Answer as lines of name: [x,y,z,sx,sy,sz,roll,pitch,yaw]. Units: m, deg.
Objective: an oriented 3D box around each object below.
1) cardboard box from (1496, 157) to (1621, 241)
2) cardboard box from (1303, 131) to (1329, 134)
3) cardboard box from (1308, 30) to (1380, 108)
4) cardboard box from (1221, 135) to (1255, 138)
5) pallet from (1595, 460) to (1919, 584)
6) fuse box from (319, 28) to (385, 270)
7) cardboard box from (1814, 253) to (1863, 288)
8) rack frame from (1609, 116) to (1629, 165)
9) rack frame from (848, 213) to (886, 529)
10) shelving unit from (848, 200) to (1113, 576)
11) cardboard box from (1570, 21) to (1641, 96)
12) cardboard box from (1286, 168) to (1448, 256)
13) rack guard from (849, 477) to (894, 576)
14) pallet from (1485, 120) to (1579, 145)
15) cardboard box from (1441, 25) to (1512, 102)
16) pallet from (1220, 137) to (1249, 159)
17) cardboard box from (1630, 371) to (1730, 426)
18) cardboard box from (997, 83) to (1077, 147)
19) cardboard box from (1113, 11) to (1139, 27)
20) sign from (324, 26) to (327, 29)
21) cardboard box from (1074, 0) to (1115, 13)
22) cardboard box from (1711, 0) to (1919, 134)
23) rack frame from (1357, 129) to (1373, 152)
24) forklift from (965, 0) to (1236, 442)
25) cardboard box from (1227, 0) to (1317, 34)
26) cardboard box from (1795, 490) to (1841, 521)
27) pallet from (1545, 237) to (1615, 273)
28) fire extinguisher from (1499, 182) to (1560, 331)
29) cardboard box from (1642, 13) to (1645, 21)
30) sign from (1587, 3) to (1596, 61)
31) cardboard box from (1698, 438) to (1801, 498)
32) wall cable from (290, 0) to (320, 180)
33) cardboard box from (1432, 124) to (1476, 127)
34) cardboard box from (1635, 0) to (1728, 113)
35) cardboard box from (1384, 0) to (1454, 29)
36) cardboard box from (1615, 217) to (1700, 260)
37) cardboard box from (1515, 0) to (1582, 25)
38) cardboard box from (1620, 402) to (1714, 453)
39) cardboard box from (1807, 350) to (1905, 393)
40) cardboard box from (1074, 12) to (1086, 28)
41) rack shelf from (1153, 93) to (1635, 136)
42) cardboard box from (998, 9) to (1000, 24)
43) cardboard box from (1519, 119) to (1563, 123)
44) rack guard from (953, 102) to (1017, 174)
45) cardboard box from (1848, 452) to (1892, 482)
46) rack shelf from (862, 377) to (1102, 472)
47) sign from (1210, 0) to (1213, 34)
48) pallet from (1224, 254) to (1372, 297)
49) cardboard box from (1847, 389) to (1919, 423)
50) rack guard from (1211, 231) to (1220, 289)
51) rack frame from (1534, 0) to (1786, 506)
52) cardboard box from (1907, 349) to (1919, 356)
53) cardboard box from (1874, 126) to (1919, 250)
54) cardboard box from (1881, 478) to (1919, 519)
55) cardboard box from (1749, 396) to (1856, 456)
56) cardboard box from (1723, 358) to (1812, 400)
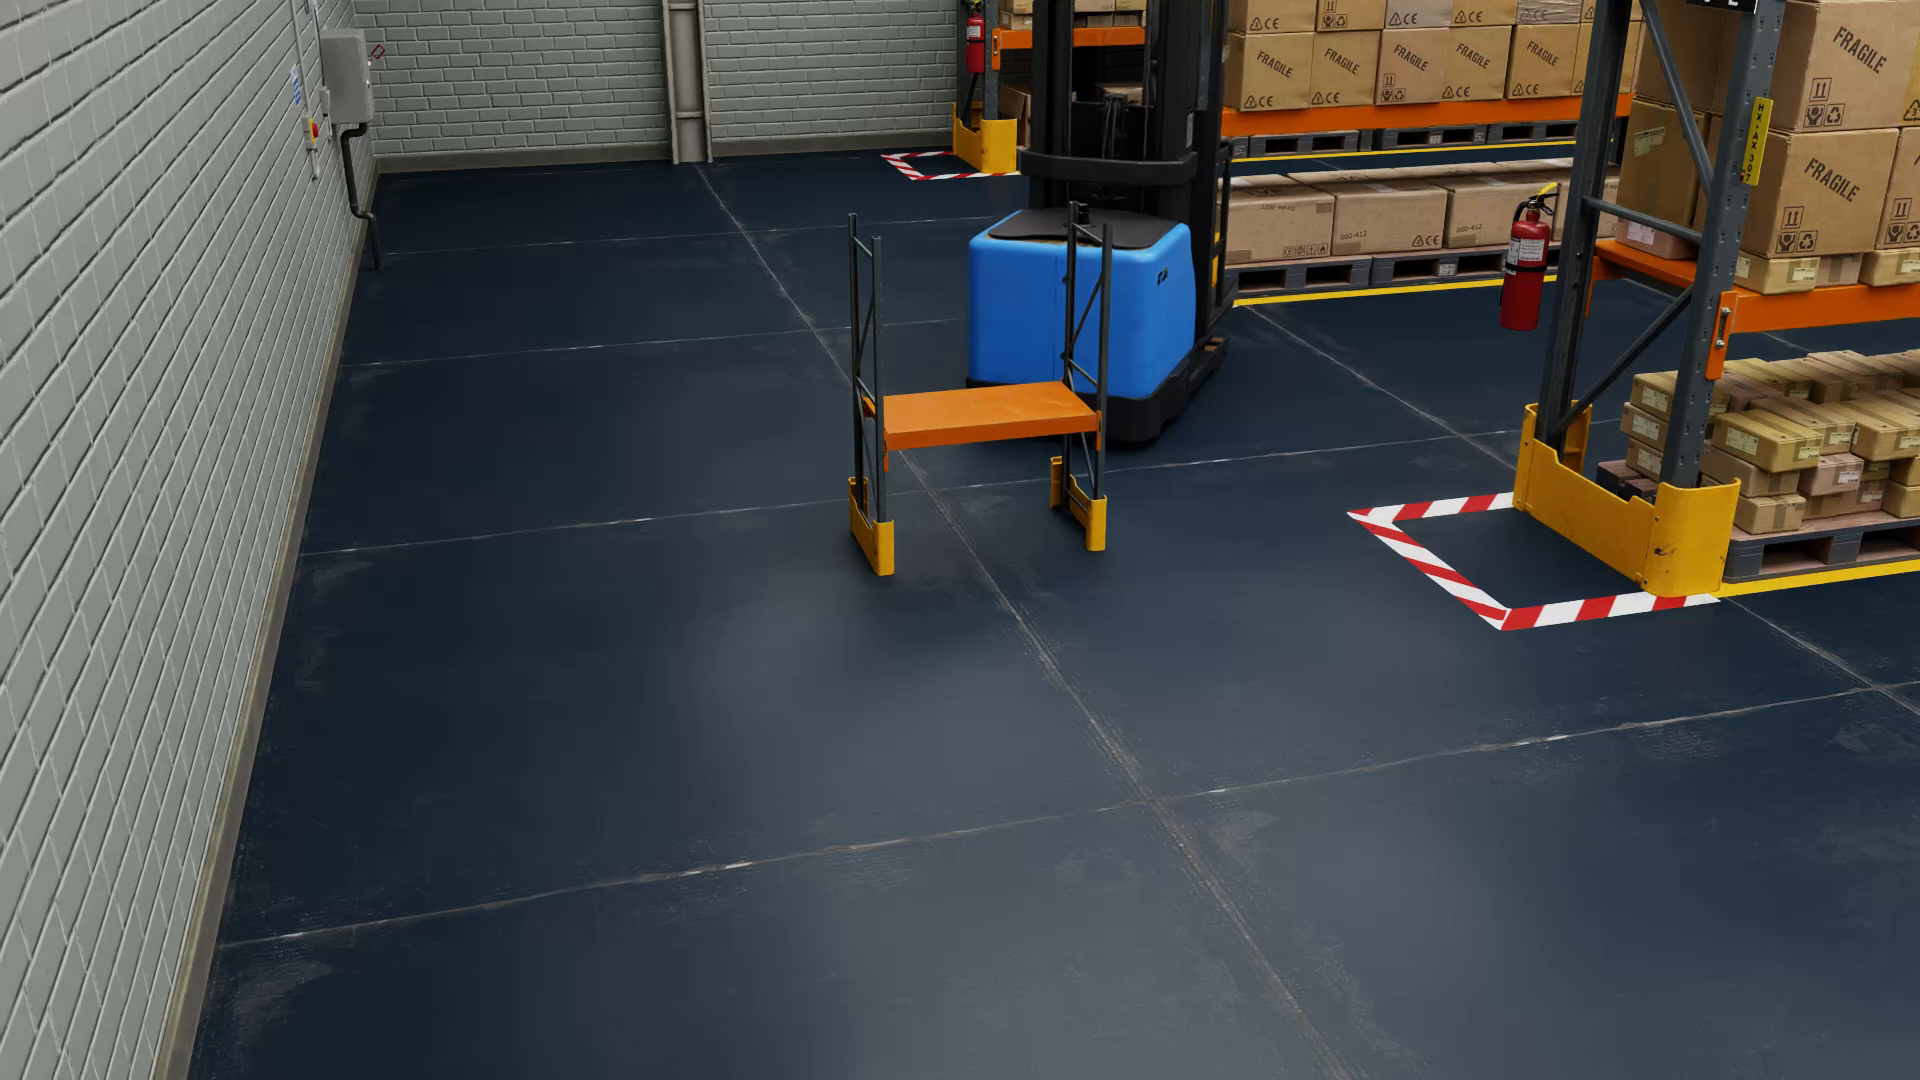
cardboard box: [4.724,-2.638,12.811,0.875,0.438,0.875,-7,24,-15]
cardboard box: [3.556,-4.245,16.922,0.250,0.149,0.380,-7,24,-16]
cardboard box: [2.525,-3.275,11.453,0.500,0.500,0.500,-7,24,-15]
cardboard box: [2.609,-4.367,16.761,0.500,0.500,0.700,-7,24,-16]
pallet: [3.805,-0.154,7.841,1.213,0.211,1.003,-6,24,-14]
fuse box: [-4.344,-2.834,12.185,0.414,1.711,0.539,-6,24,-14]
cardboard box: [3.575,-1.192,7.042,0.250,0.149,0.380,-5,24,-12]
rack frame: [5.357,-3.649,12.450,0.127,3.000,1.000,-6,24,-14]
rack frame: [-0.407,-0.644,7.349,0.032,1.500,0.500,-6,24,-14]
shelving unit: [0.073,-0.697,7.473,1.083,1.500,0.587,-6,24,-14]
cardboard box: [4.486,-3.491,11.956,0.500,0.500,0.500,-7,24,-16]
cardboard box: [2.993,-2.447,12.366,0.875,0.438,0.875,-6,24,-13]
rack guard: [-0.406,-0.070,7.596,0.087,0.250,0.587,-6,24,-14]
pallet: [5.963,-4.484,17.932,1.213,0.211,1.003,-6,24,-14]
cardboard box: [3.497,-3.382,11.702,0.500,0.500,0.500,-6,24,-13]
pallet: [2.174,-4.047,16.915,1.213,0.211,1.003,-6,24,-14]
cardboard box: [3.382,-0.663,7.820,0.250,0.149,0.380,-6,24,-14]
cardboard box: [0.776,-4.182,16.325,0.637,0.503,0.797,-7,24,-16]
cardboard box: [1.542,-5.042,16.016,0.250,0.149,0.380,-6,24,-14]
sign: [-4.677,-3.548,12.336,0.001,0.494,0.329,-6,24,-14]
cardboard box: [1.156,-5.175,15.818,0.500,0.250,0.500,-6,24,-14]
cardboard box: [3.444,-1.943,6.703,0.500,0.500,0.500,-6,24,-15]
rack frame: [4.013,-5.533,16.841,0.127,3.000,1.000,-6,24,-14]
forklift: [1.027,-2.415,9.662,1.130,2.935,3.031,8,25,19]
cardboard box: [2.045,-3.671,11.107,0.500,0.500,0.500,-7,24,-16]
cardboard box: [3.761,-0.230,7.566,0.250,0.149,0.380,-6,24,-15]
pallet: [4.604,-2.316,12.880,1.213,0.211,1.003,-6,24,-14]
fire extinguisher: [2.573,-1.296,7.537,0.183,0.674,0.296,-6,24,-14]
cardboard box: [4.977,-3.999,11.871,0.500,0.500,0.500,-7,24,-15]
sign: [2.810,-2.244,7.308,0.005,0.325,0.100,-6,24,-14]
cardboard box: [3.514,-0.332,7.426,0.250,0.149,0.380,-5,24,-12]
wall cable: [-3.917,-3.095,9.830,0.123,1.953,0.585,-6,24,-14]
cardboard box: [5.049,-4.604,17.313,0.500,0.500,0.500,-7,24,-15]
cardboard box: [3.314,-2.140,7.160,0.500,0.500,0.500,-7,24,-15]
cardboard box: [3.034,-3.787,11.376,0.500,0.500,0.500,-6,24,-15]
cardboard box: [3.178,-1.381,7.483,0.250,0.149,0.380,-6,24,-14]
cardboard box: [3.999,-3.890,11.618,0.500,0.500,0.500,-6,24,-14]
cardboard box: [3.371,-0.538,7.906,0.250,0.149,0.380,-7,24,-16]
cardboard box: [4.364,-0.797,8.132,0.250,0.149,0.380,-5,24,-12]
cardboard box: [1.028,-5.008,15.936,0.250,0.149,0.380,-7,24,-15]
rack shelf: [3.432,-3.105,12.095,4.000,0.370,1.077,-6,24,-14]
cardboard box: [0.408,-5.129,16.217,0.250,0.149,0.380,-7,24,-15]
cardboard box: [6.032,-4.708,17.556,0.500,0.500,0.500,-7,24,-16]
rack guard: [0.235,-3.966,16.360,0.348,0.500,1.175,-6,24,-14]
cardboard box: [4.005,-0.400,7.583,0.250,0.149,0.380,-6,24,-14]
rack shelf: [0.082,-0.533,7.546,1.000,0.185,0.538,-6,24,-14]
sign: [1.650,-3.446,10.778,0.005,0.325,0.100,-6,24,-14]
pallet: [2.255,-2.056,12.274,1.213,0.211,1.003,-6,24,-14]
cardboard box: [4.263,-0.548,7.552,0.250,0.149,0.380,-8,24,-17]
rack guard: [1.483,-2.072,11.944,0.348,0.500,1.175,-6,24,-14]
rack frame: [2.940,-1.354,7.102,0.127,3.000,1.000,-6,24,-14]
cardboard box: [4.892,-0.822,8.190,0.250,0.149,0.380,-6,24,-14]
cardboard box: [3.956,-1.547,7.046,0.500,0.500,0.500,-6,24,-14]
cardboard box: [4.274,-0.245,7.600,0.250,0.149,0.380,-6,24,-14]
cardboard box: [3.769,-0.512,7.468,0.250,0.149,0.380,-6,24,-13]
cardboard box: [3.854,-0.744,8.008,0.250,0.149,0.380,-7,24,-16]
